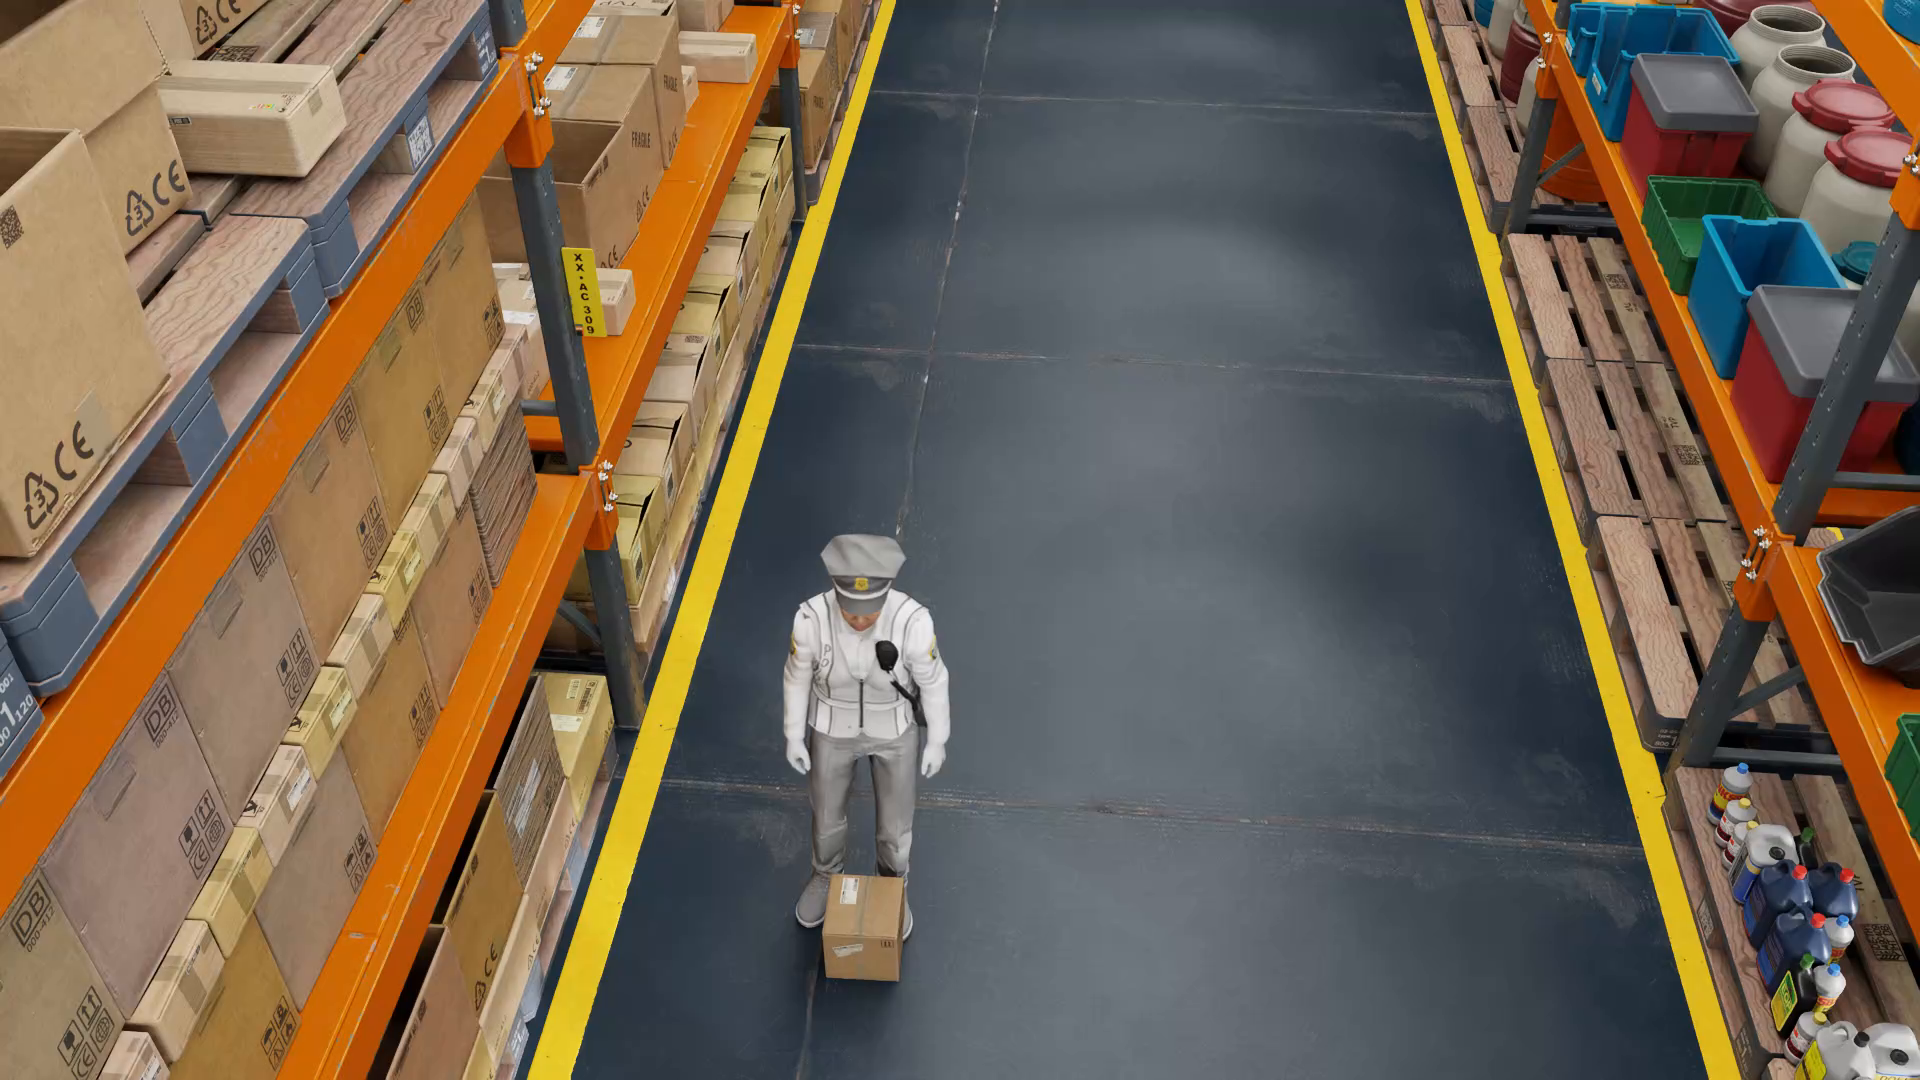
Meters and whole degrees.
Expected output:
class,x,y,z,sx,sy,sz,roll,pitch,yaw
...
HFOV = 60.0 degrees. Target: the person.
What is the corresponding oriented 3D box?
class,x,y,z,sx,sy,sz,roll,pitch,yaw
person,-0.305,0.643,5.393,0.545,1.666,0.407,2,40,2
